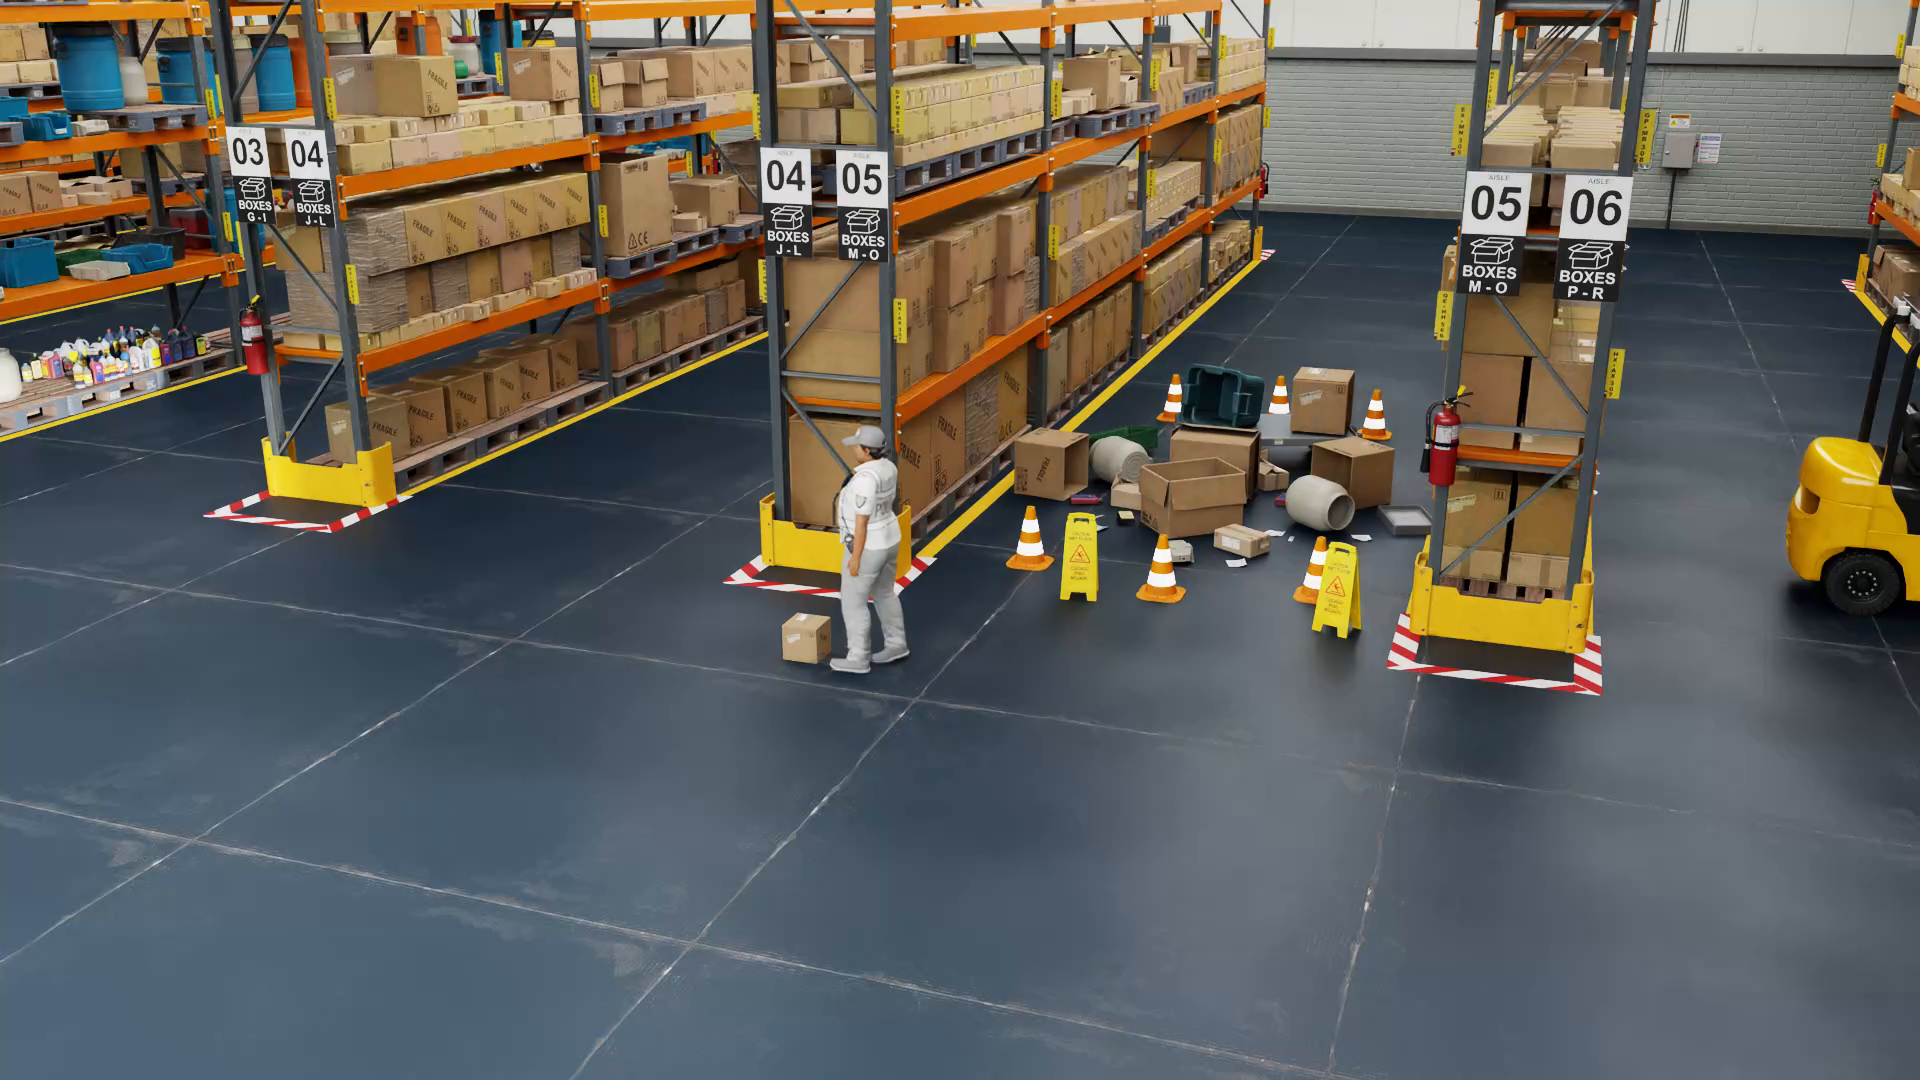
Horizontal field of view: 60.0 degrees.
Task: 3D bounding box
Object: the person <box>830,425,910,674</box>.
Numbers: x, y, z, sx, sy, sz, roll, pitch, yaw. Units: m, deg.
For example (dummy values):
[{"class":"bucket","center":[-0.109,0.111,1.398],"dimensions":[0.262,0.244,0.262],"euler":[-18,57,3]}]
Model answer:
[{"class":"person","center":[-0.619,0.063,10.912],"dimensions":[0.445,1.687,0.479],"euler":[7,20,20]}]
